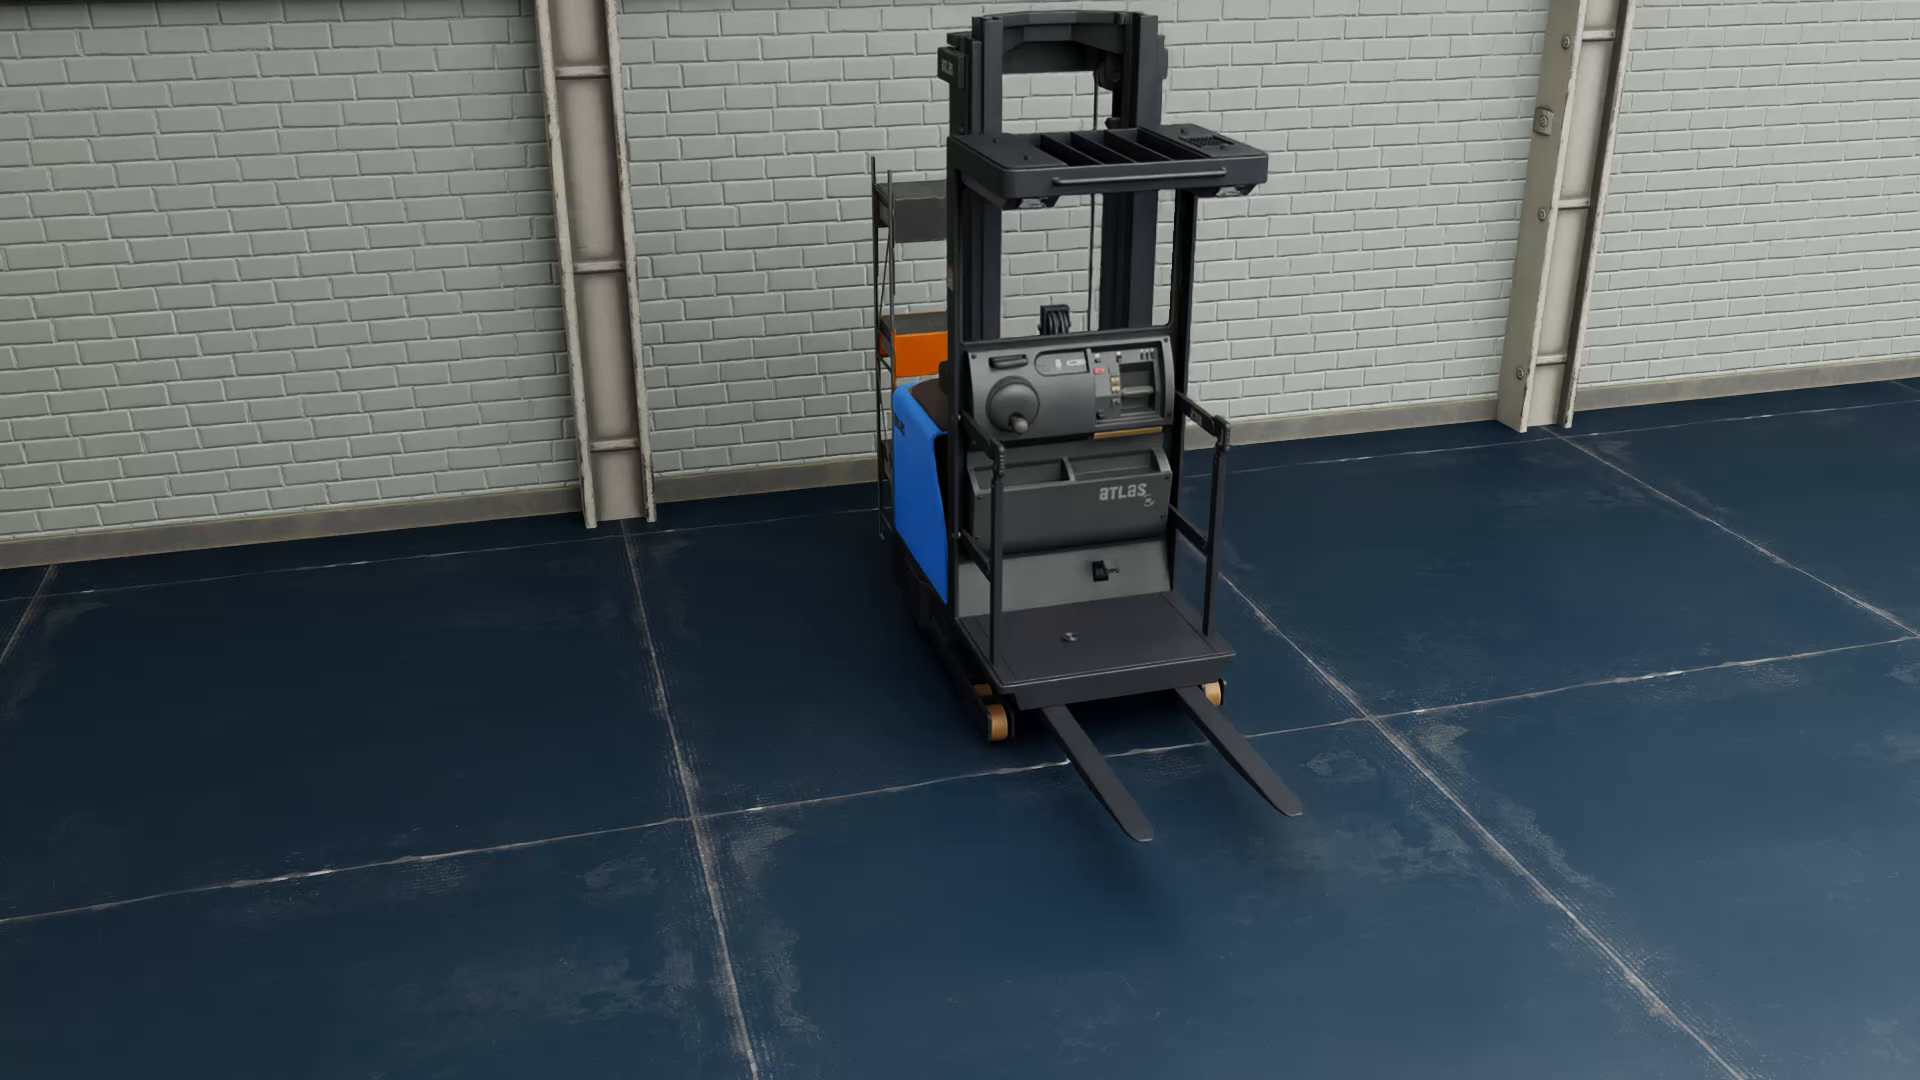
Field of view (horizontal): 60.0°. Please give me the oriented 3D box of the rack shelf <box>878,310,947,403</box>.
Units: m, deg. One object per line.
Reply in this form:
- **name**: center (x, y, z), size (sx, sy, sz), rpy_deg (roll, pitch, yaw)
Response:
- **rack shelf**: center (-0.159, -0.935, 8.800), size (0.480, 0.518, 0.431), rpy_deg (-6, 24, -14)

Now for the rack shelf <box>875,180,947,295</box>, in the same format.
- **rack shelf**: center (-0.159, -1.578, 8.524), size (0.480, 0.518, 0.431), rpy_deg (-6, 24, -14)

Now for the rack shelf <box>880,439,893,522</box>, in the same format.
- **rack shelf**: center (-0.159, -0.291, 9.076), size (0.480, 0.518, 0.431), rpy_deg (-6, 24, -14)

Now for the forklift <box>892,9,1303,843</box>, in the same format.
- **forklift**: center (0.551, -0.645, 7.035), size (1.130, 2.935, 3.031), rpy_deg (-7, 24, -15)

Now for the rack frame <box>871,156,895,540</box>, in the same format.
- **rack frame**: center (-0.394, -0.921, 8.734), size (0.015, 2.100, 0.400), rpy_deg (-6, 24, -14)

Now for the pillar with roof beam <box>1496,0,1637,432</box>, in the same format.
- **pillar with roof beam**: center (4.976, -3.285, 5.494), size (0.400, 9.000, 9.100), rpy_deg (-6, 24, -14)

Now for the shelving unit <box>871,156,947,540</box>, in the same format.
- **shelving unit**: center (-0.159, -0.947, 8.795), size (0.503, 2.100, 0.431), rpy_deg (-6, 24, -14)
